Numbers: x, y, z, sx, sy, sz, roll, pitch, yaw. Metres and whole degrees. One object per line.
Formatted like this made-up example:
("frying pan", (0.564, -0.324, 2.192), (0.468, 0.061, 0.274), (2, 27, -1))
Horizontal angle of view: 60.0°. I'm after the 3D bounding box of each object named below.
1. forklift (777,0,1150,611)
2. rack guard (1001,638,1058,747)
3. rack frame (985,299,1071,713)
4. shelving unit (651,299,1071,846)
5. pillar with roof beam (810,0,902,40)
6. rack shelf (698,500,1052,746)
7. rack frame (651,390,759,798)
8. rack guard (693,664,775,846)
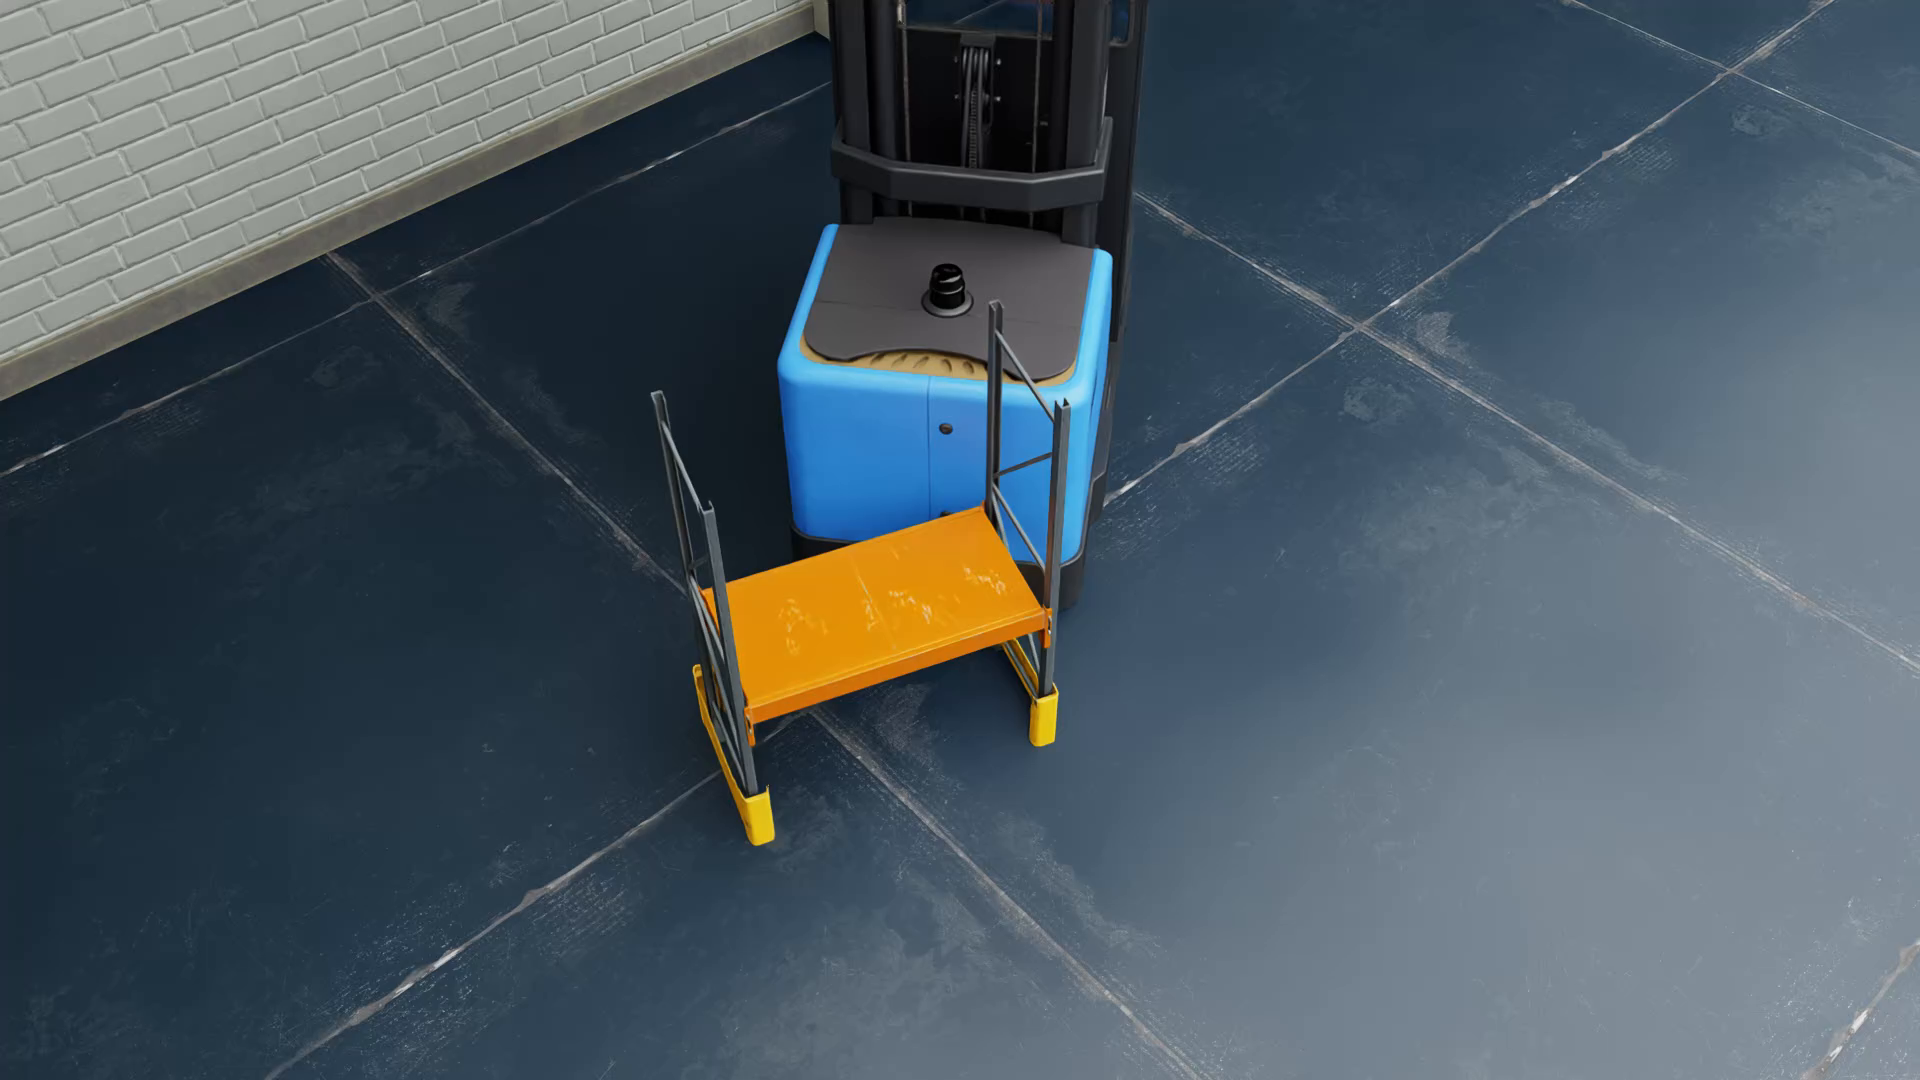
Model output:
("forklift", (0.132, -1.838, 5.952), (1.130, 2.935, 3.031), (7, 48, 6))
("rack guard", (0.177, 0.408, 5.703), (0.087, 0.250, 0.587), (-17, 50, -15))
("rack frame", (0.194, -0.021, 5.249), (0.032, 1.500, 0.500), (-17, 50, -15))
("shelving unit", (-0.282, 0.126, 5.113), (1.083, 1.500, 0.587), (-17, 50, -15))
("pillar with roof beam", (2.363, -3.415, 3.278), (0.400, 9.000, 9.100), (-34, 56, -27))
("rack shelf", (-0.274, 0.246, 5.248), (1.000, 0.185, 0.538), (-17, 50, -15))
("rack frame", (-0.743, 0.269, 4.982), (0.032, 1.500, 0.500), (-17, 50, -15))
("rack guard", (-0.741, 0.692, 5.441), (0.087, 0.250, 0.587), (-17, 50, -15))
